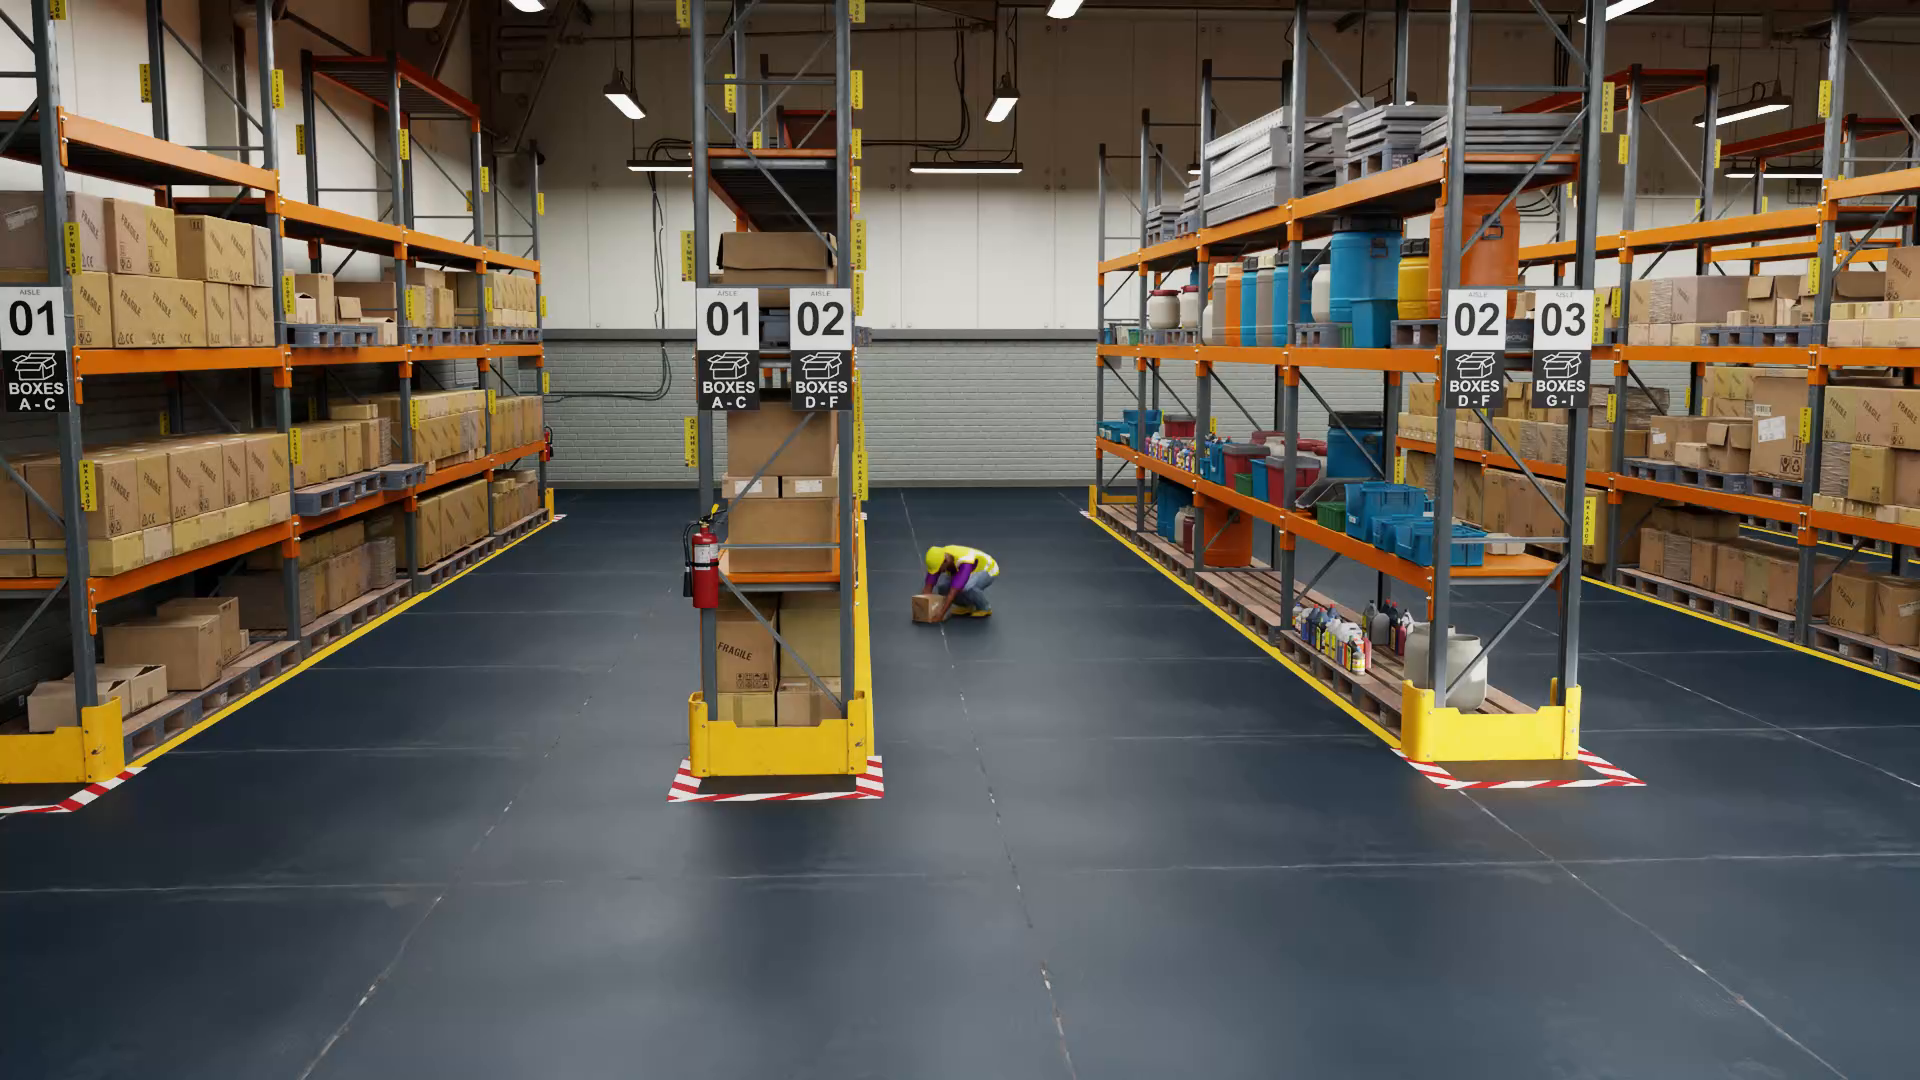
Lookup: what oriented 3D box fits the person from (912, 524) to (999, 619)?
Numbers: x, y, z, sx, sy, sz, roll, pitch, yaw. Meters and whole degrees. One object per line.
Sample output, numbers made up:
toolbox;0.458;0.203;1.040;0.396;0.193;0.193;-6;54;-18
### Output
person;-0.018;0.331;17.309;0.542;0.946;0.969;6;9;41
